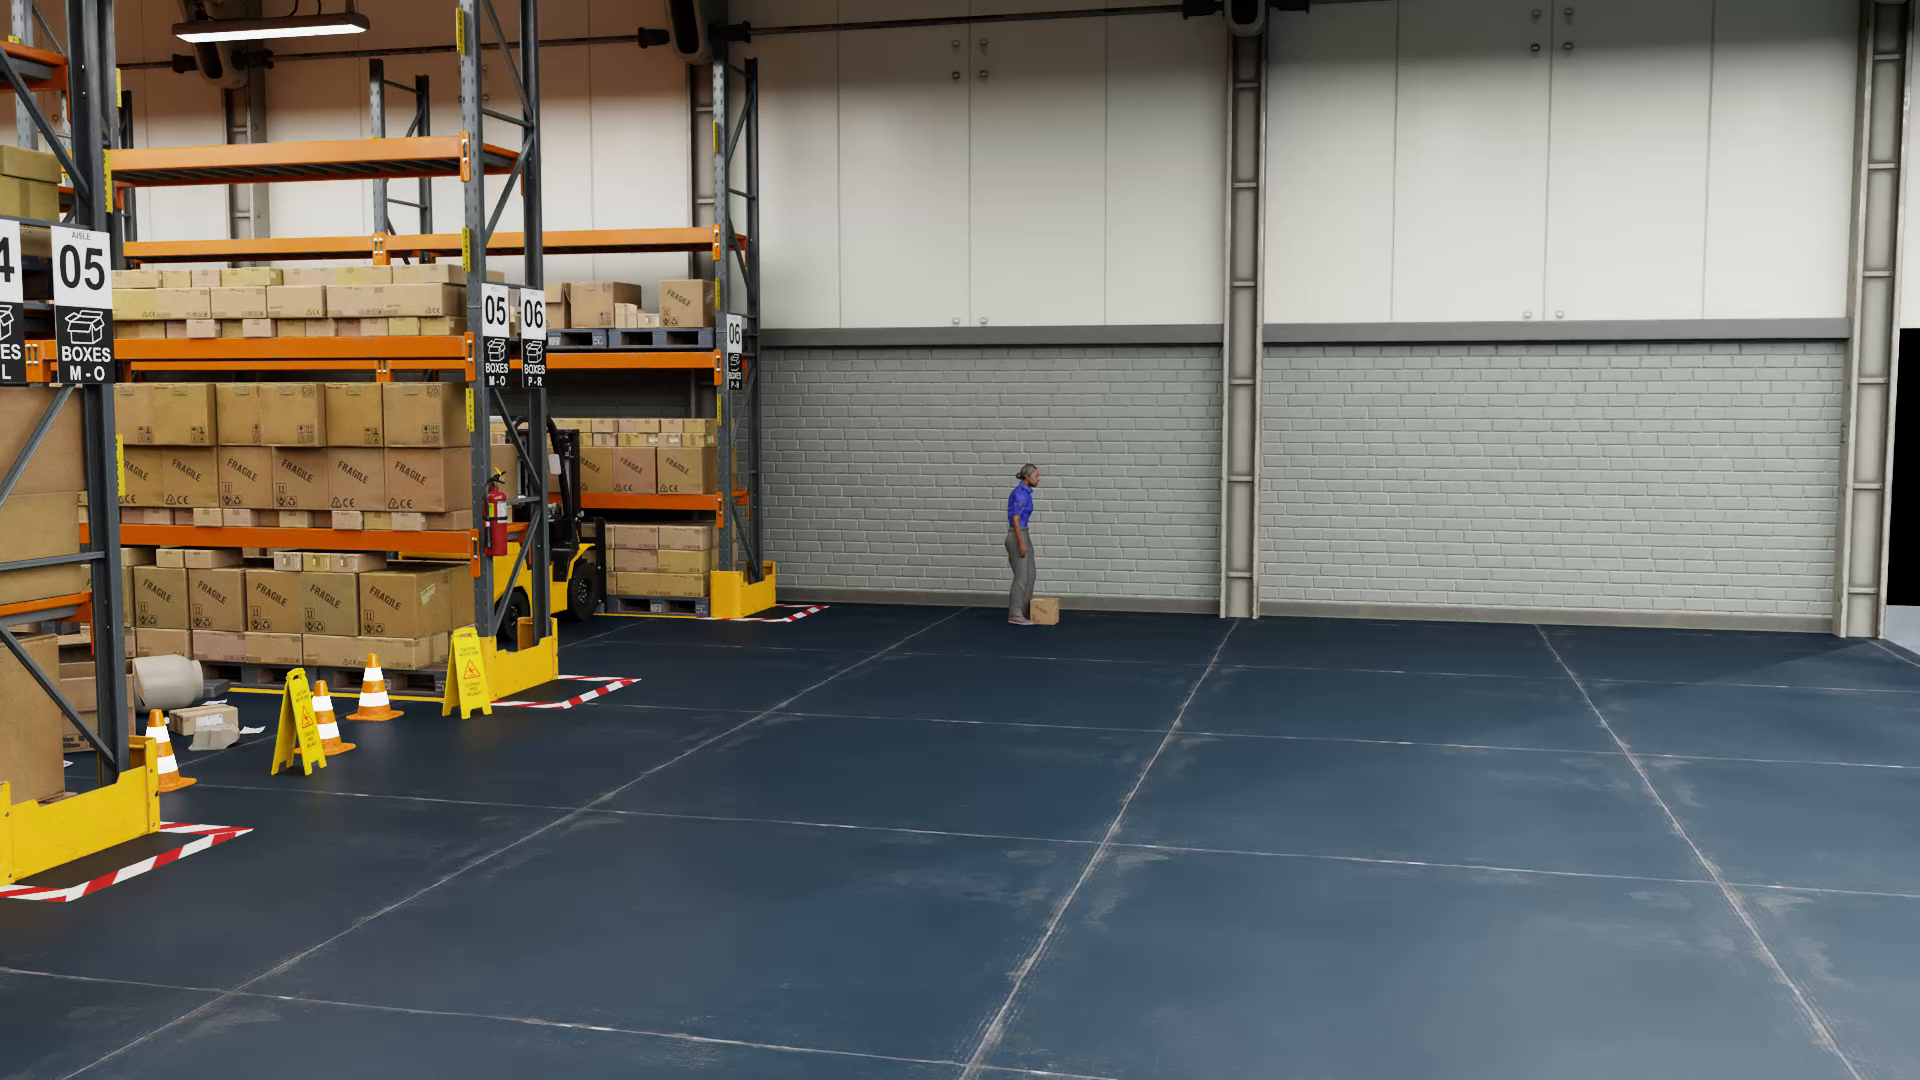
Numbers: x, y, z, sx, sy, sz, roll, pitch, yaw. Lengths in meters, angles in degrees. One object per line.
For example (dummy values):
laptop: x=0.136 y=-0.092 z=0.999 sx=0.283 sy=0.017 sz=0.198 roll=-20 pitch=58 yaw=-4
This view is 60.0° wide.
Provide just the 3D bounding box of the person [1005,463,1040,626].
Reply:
person: x=0.671 y=0.033 z=17.200 sx=0.403 sy=1.653 sz=0.529 roll=1 pitch=5 yaw=10
